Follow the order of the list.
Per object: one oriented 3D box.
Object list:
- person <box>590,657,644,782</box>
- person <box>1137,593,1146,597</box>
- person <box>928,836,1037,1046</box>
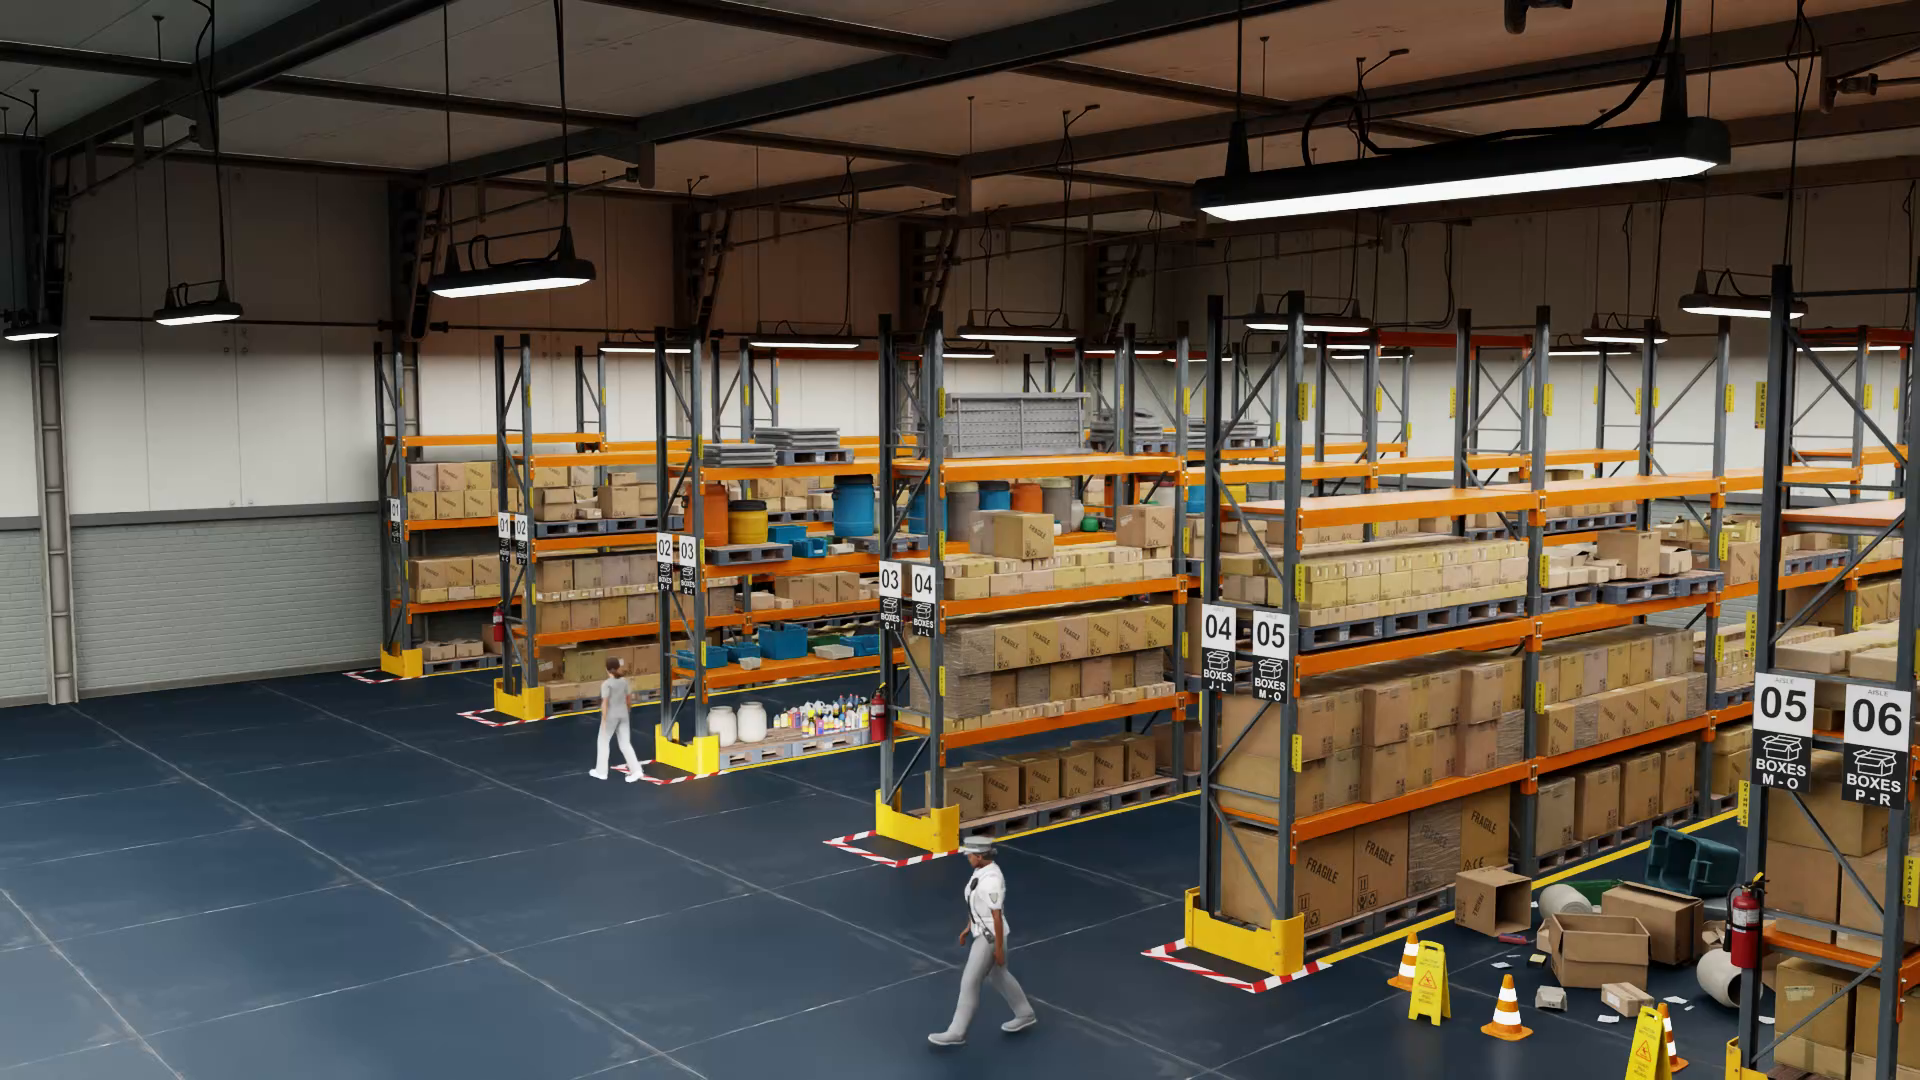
[{"bbox_3d":[-4.522,2.356,21.884,0.488,1.645,0.902,-4,7,-41],"label":"person"},{"bbox_3d":[4.243,0.918,38.049,0.690,1.578,0.573,-3,6,-28],"label":"person"},{"bbox_3d":[0.181,3.156,13.217,0.894,1.602,0.488,0,5,-5],"label":"person"}]
